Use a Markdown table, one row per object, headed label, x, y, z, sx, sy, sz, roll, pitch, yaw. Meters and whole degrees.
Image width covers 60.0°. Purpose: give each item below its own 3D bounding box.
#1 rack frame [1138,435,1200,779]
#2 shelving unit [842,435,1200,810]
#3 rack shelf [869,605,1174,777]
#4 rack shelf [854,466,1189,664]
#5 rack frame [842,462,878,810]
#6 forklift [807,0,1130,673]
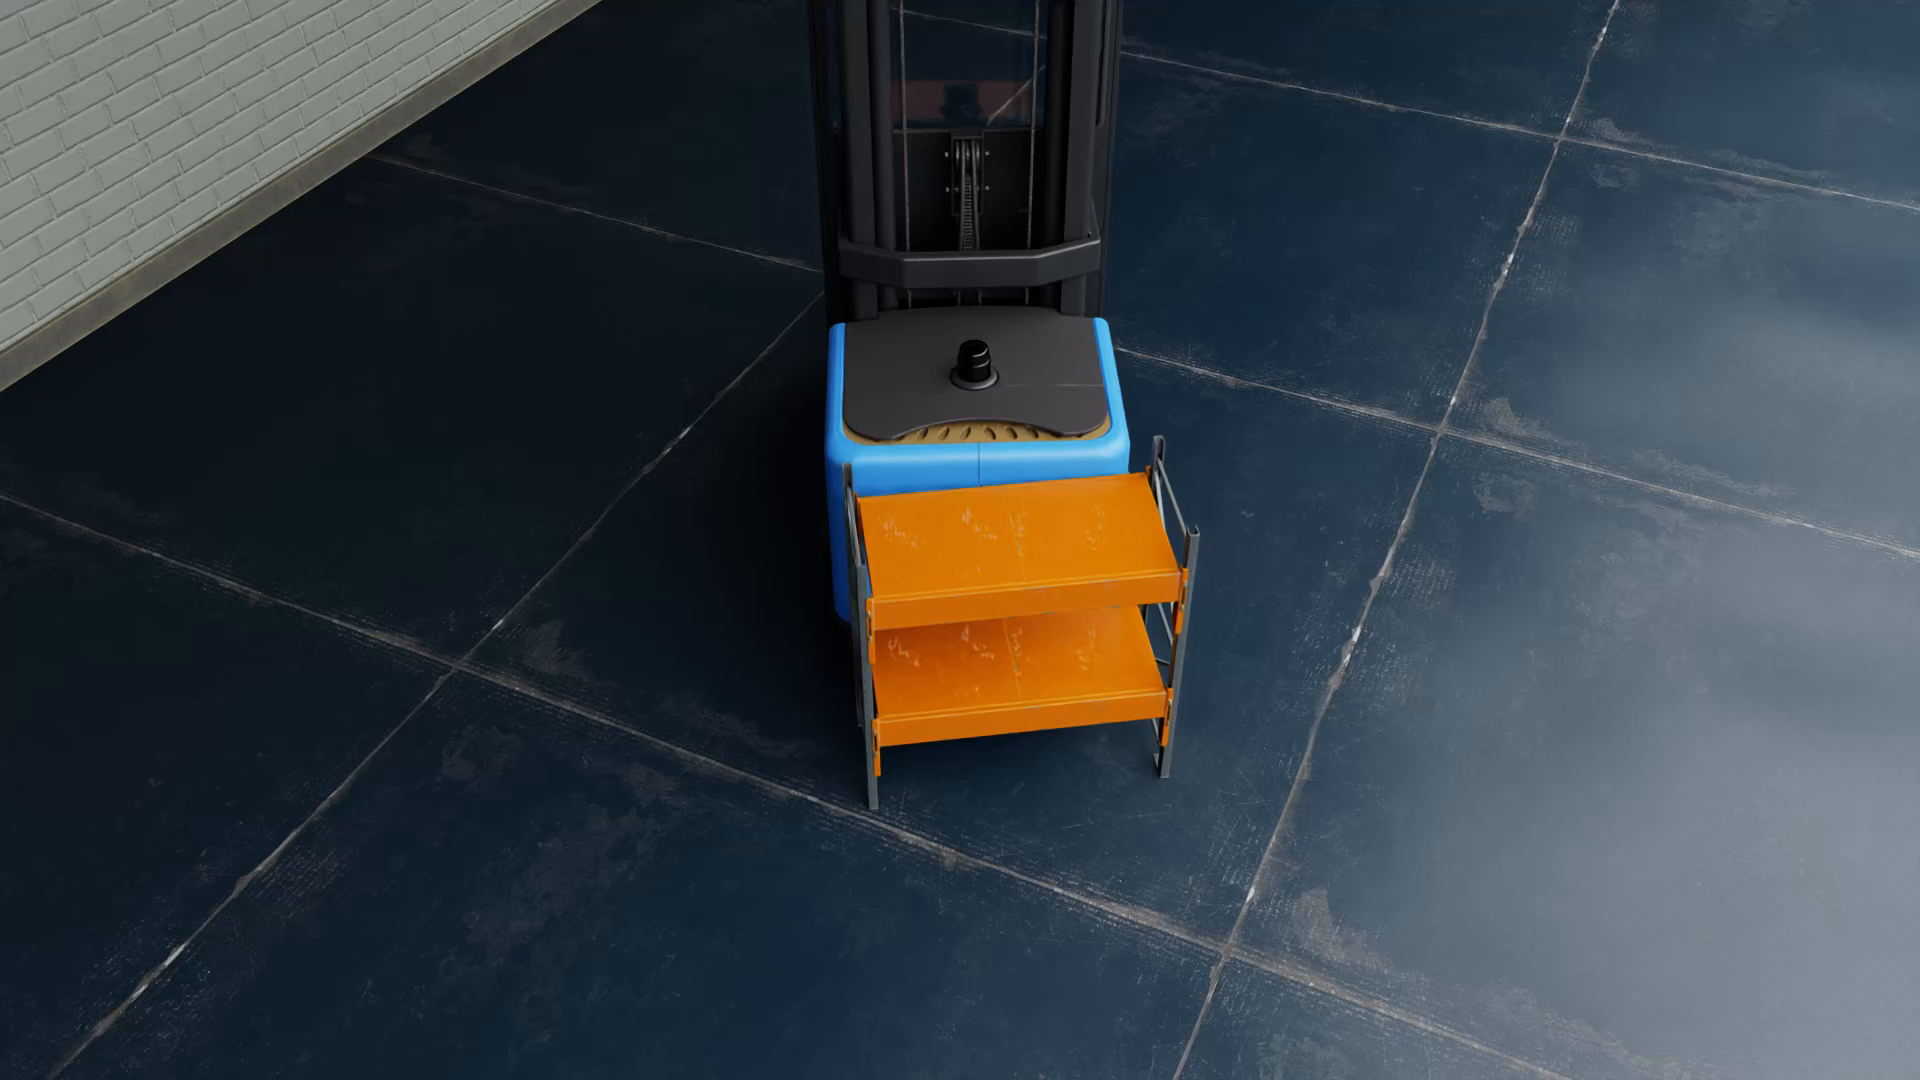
| label | x | y | z | sx | sy | sz | roll | pitch | yaw |
| --- | --- | --- | --- | --- | --- | --- | --- | --- | --- |
| rack frame | 0.678 | 0.245 | 5.604 | 0.032 | 1.125 | 0.500 | -5 | 42 | -6 |
| shelving unit | 0.175 | 0.291 | 5.551 | 1.048 | 1.125 | 0.538 | -5 | 42 | -6 |
| rack shelf | 0.175 | 0.474 | 5.713 | 1.000 | 0.278 | 0.538 | -5 | 42 | -6 |
| rack shelf | 0.175 | 0.072 | 5.357 | 1.000 | 0.278 | 0.538 | -5 | 42 | -6 |
| rack frame | -0.329 | 0.338 | 5.497 | 0.032 | 1.125 | 0.500 | -5 | 42 | -6 |
| forklift | 0.007 | -1.563 | 6.316 | 1.130 | 2.935 | 3.031 | -1 | 41 | -2 |
